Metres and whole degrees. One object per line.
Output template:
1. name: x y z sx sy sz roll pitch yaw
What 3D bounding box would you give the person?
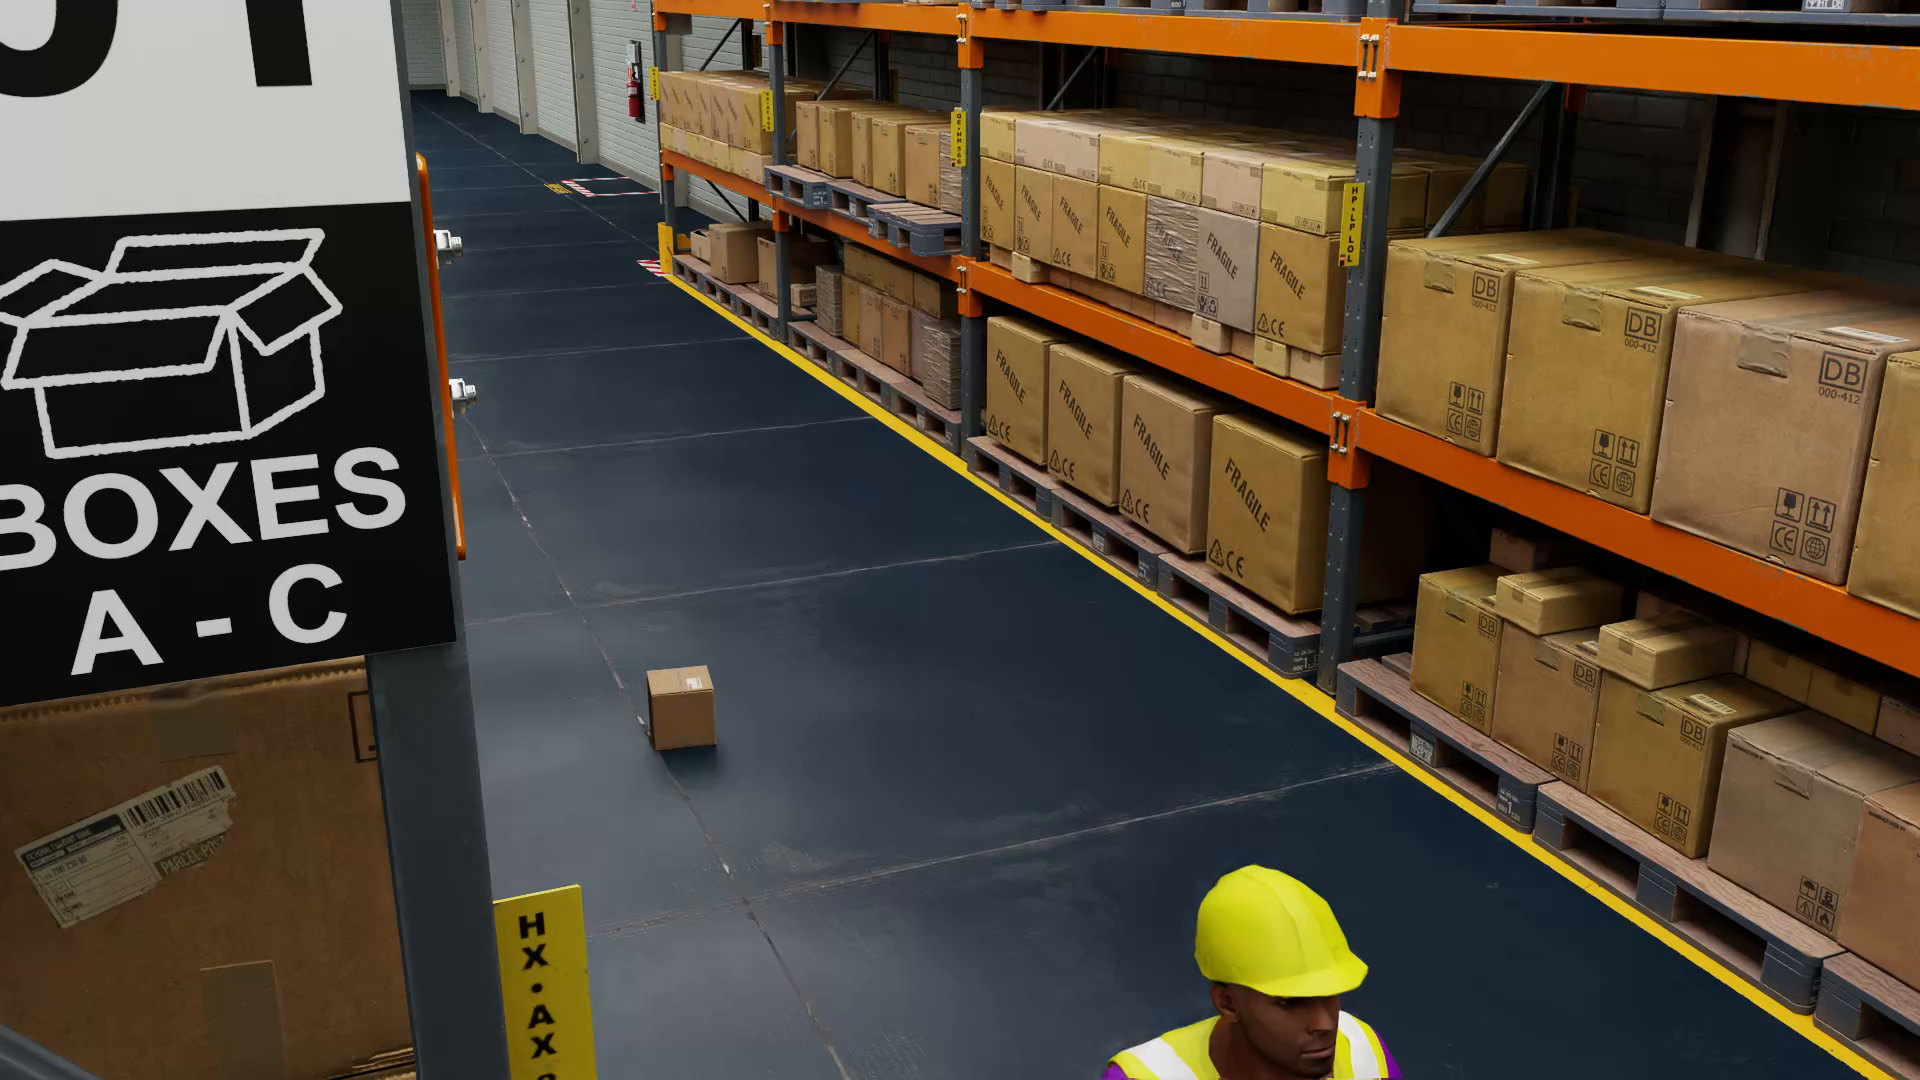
1. person: 0.471 1.339 2.523 0.565 1.719 0.963 -4 19 -12
